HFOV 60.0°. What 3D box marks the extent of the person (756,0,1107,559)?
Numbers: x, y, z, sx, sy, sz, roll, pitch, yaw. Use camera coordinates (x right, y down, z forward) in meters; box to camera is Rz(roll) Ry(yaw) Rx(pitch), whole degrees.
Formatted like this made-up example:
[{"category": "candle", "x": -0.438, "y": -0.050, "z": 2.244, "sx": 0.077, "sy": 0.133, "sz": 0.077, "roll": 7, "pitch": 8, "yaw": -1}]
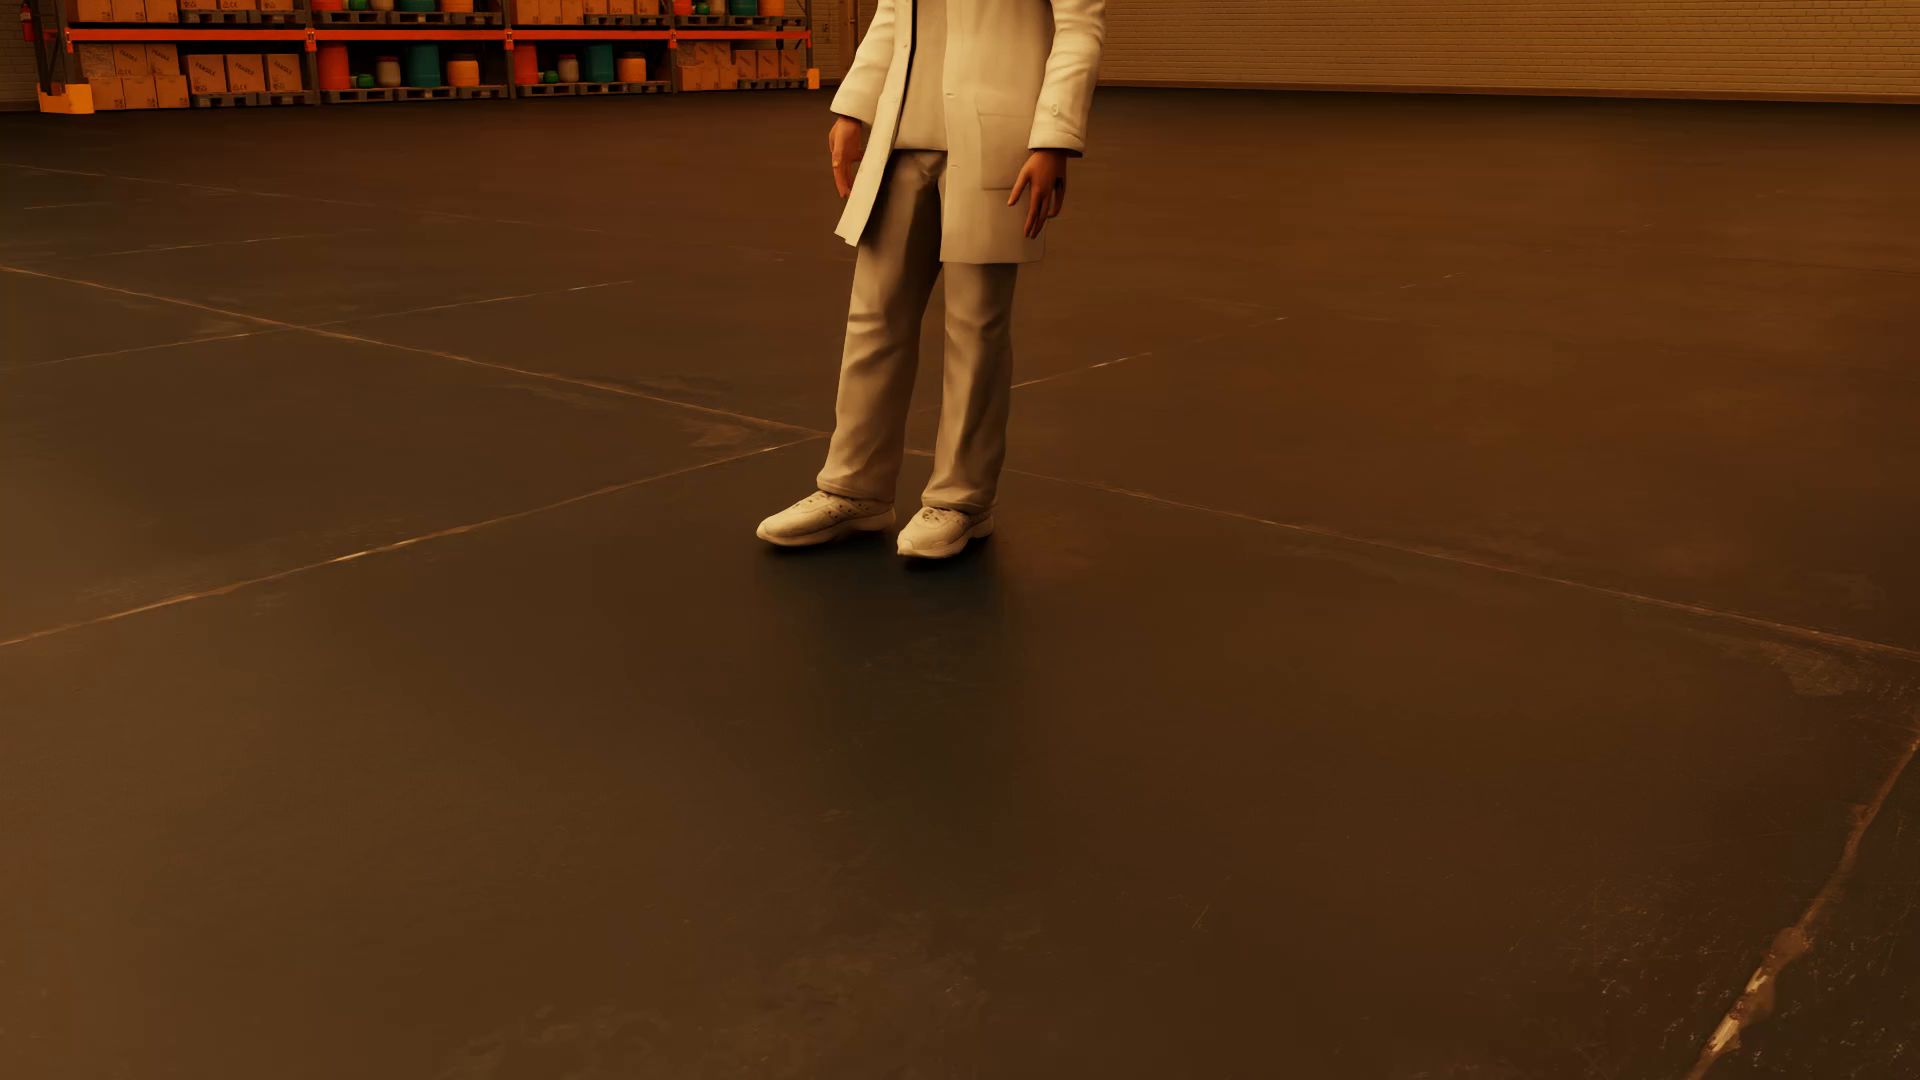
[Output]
[{"category": "person", "x": -0.061, "y": -0.838, "z": 3.618, "sx": 0.696, "sy": 1.776, "sz": 0.581, "roll": 13, "pitch": 21, "yaw": 37}]
